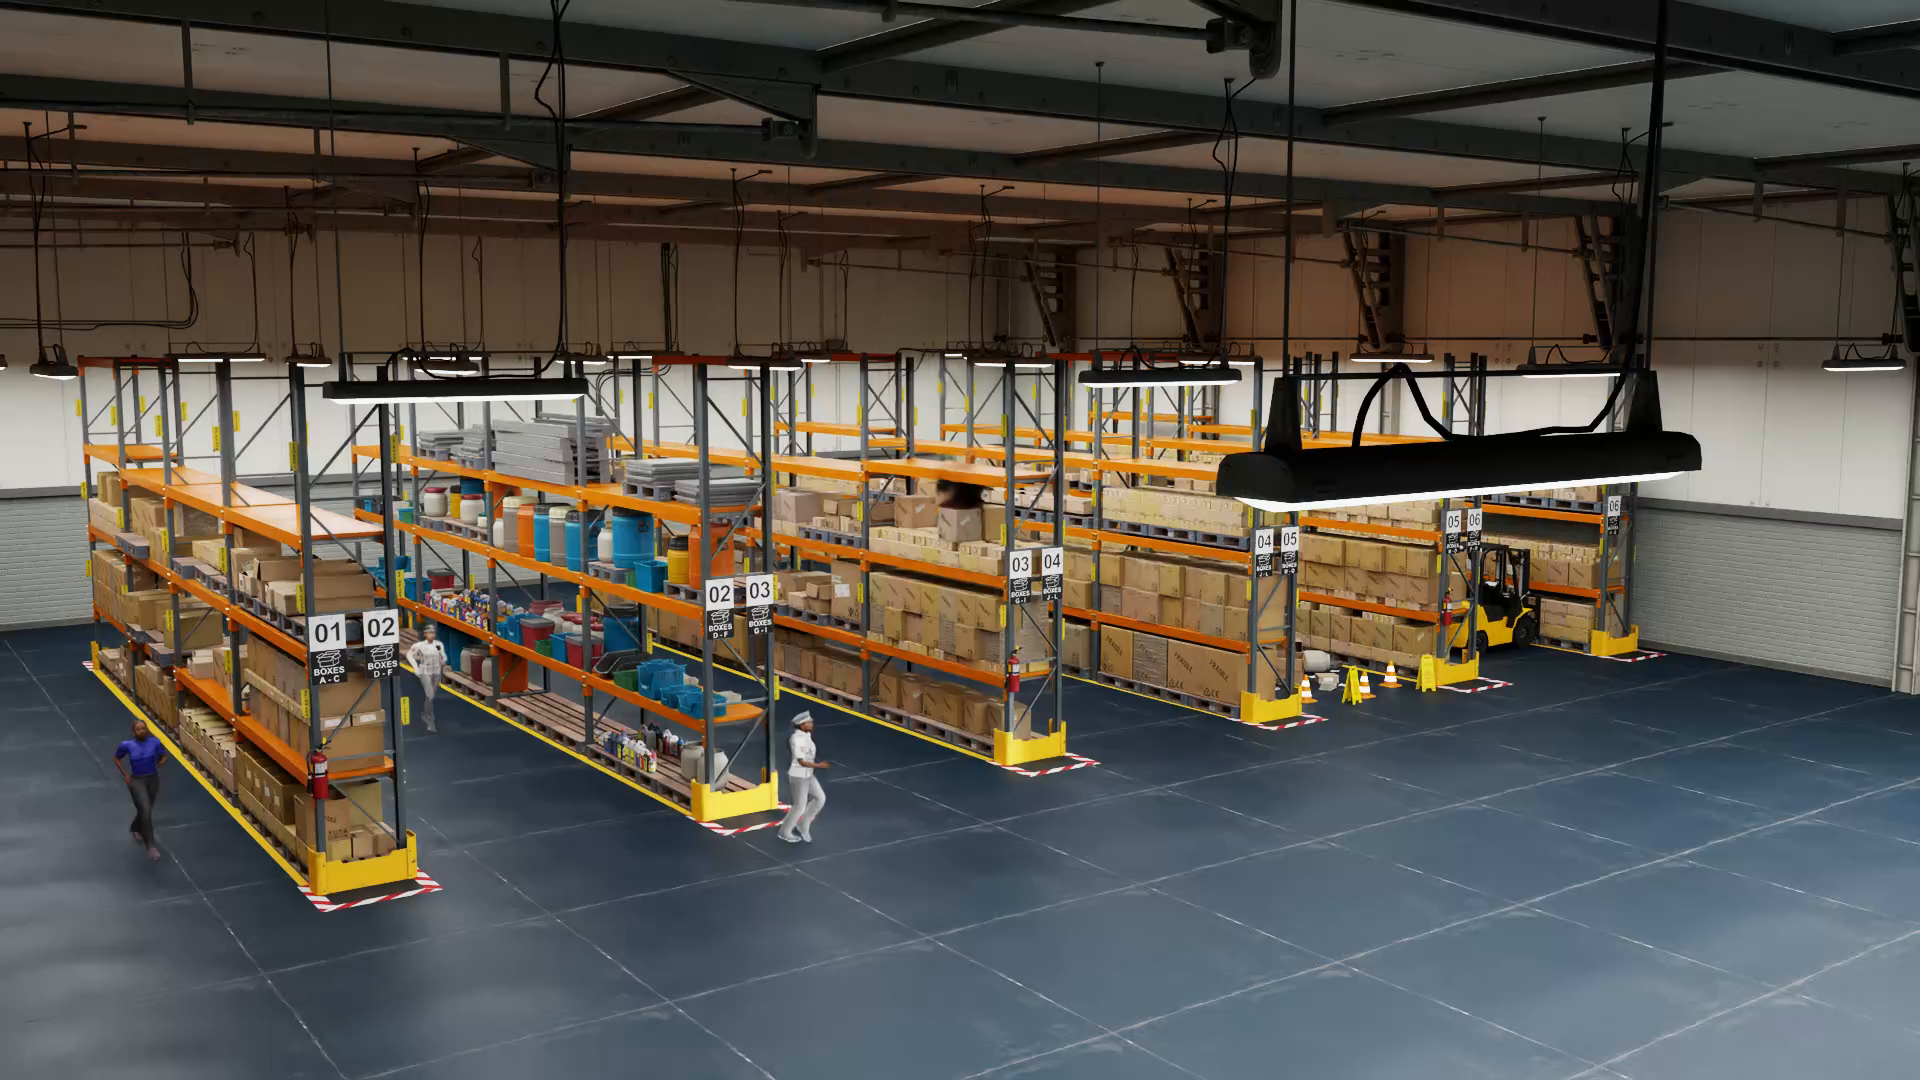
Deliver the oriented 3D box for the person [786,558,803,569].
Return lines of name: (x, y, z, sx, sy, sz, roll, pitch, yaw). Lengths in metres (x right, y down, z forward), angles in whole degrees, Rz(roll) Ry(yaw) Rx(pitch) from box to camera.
person: (-4.155, 0.439, 41.925, 0.489, 1.648, 0.690, 1, 7, 5)

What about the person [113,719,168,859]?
person: (-10.075, 3.029, 20.546, 0.867, 1.687, 0.562, 6, 9, 42)

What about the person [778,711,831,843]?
person: (-1.951, 2.982, 20.913, 0.682, 1.722, 0.597, 1, 7, 5)

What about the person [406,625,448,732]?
person: (-8.615, 2.229, 27.028, 0.593, 1.754, 0.754, -7, 10, -43)
